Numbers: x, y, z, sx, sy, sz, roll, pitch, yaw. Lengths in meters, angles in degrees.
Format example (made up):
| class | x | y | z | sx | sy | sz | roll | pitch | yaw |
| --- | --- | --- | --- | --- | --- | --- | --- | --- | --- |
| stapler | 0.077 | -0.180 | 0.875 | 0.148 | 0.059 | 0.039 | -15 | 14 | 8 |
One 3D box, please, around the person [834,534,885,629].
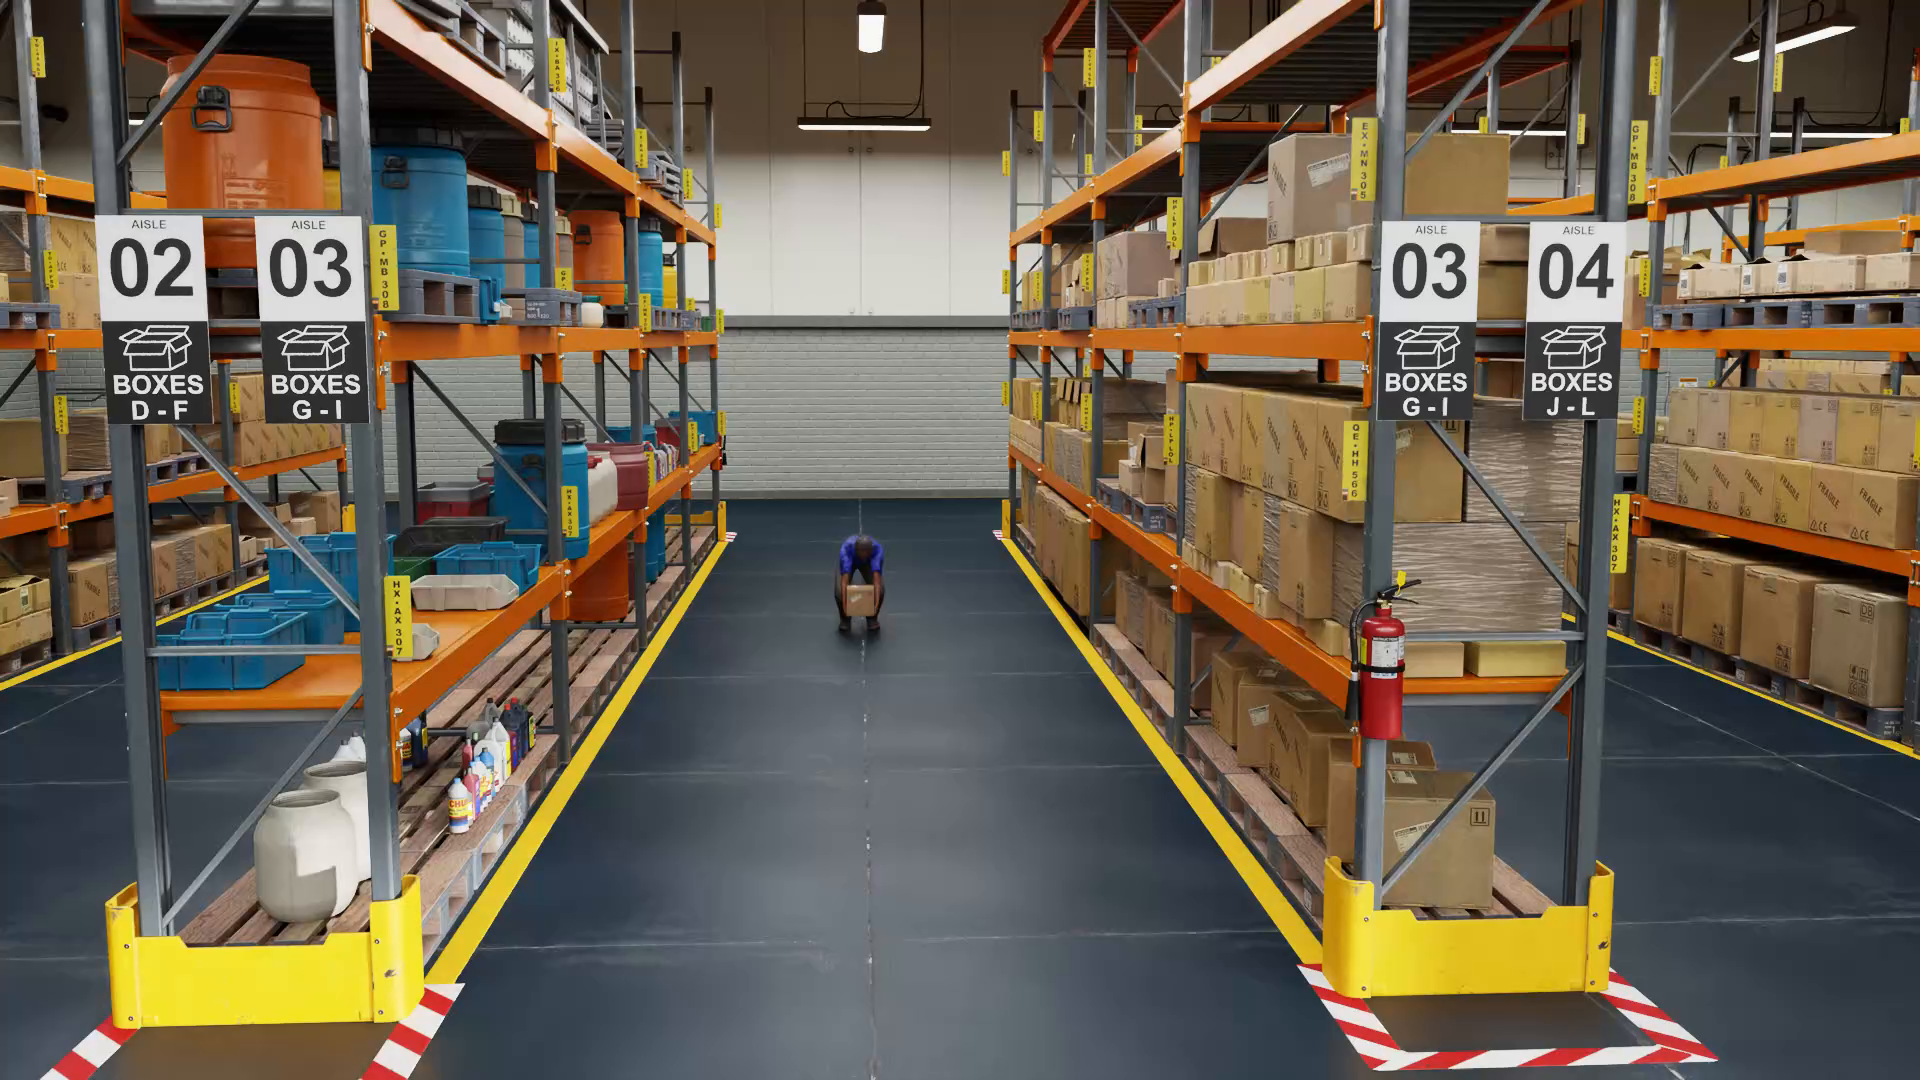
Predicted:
| class | x | y | z | sx | sy | sz | roll | pitch | yaw |
| --- | --- | --- | --- | --- | --- | --- | --- | --- | --- |
| person | -0.941 | 0.383 | 15.589 | 0.473 | 0.948 | 0.866 | -1 | 7 | -6 |
